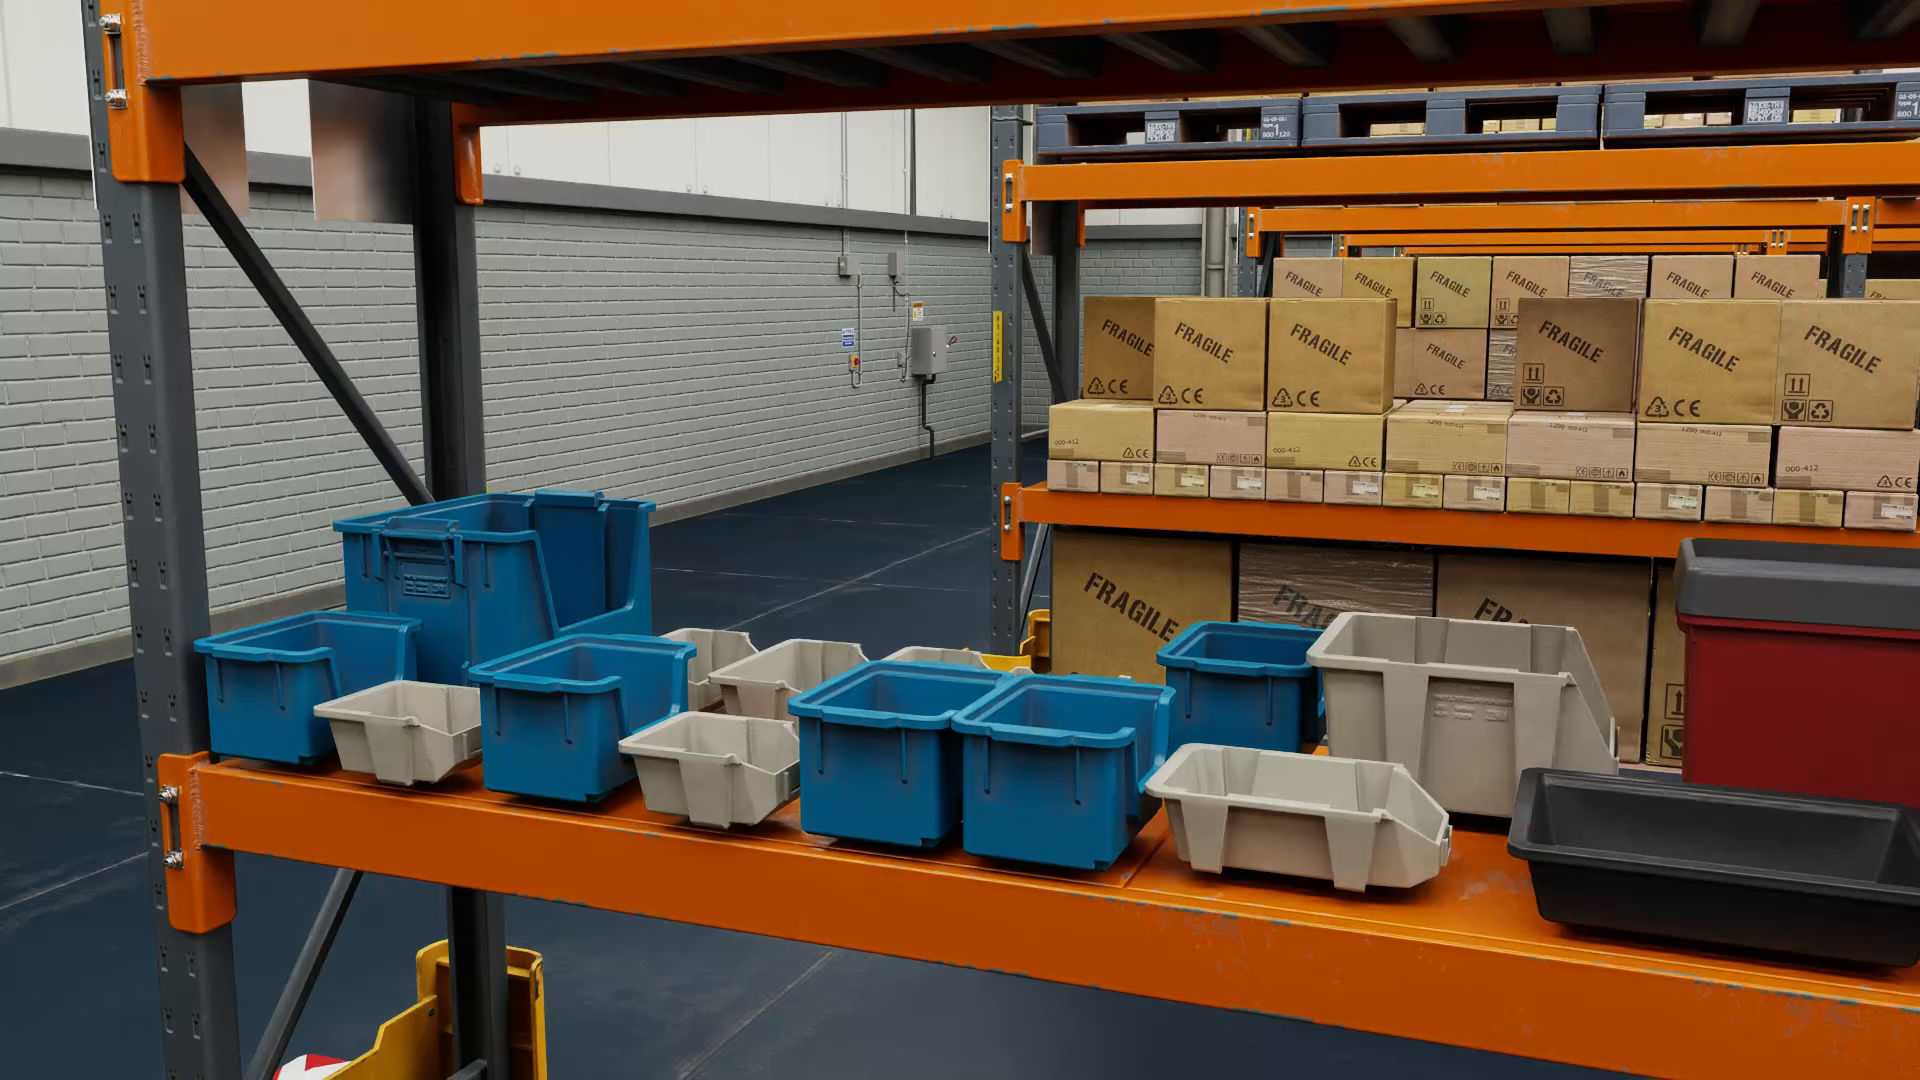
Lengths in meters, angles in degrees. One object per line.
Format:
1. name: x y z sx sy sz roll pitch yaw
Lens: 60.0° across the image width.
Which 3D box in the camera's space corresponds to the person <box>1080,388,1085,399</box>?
1. person: 0.790 -0.163 10.422 0.362 1.671 0.519 3 9 17
